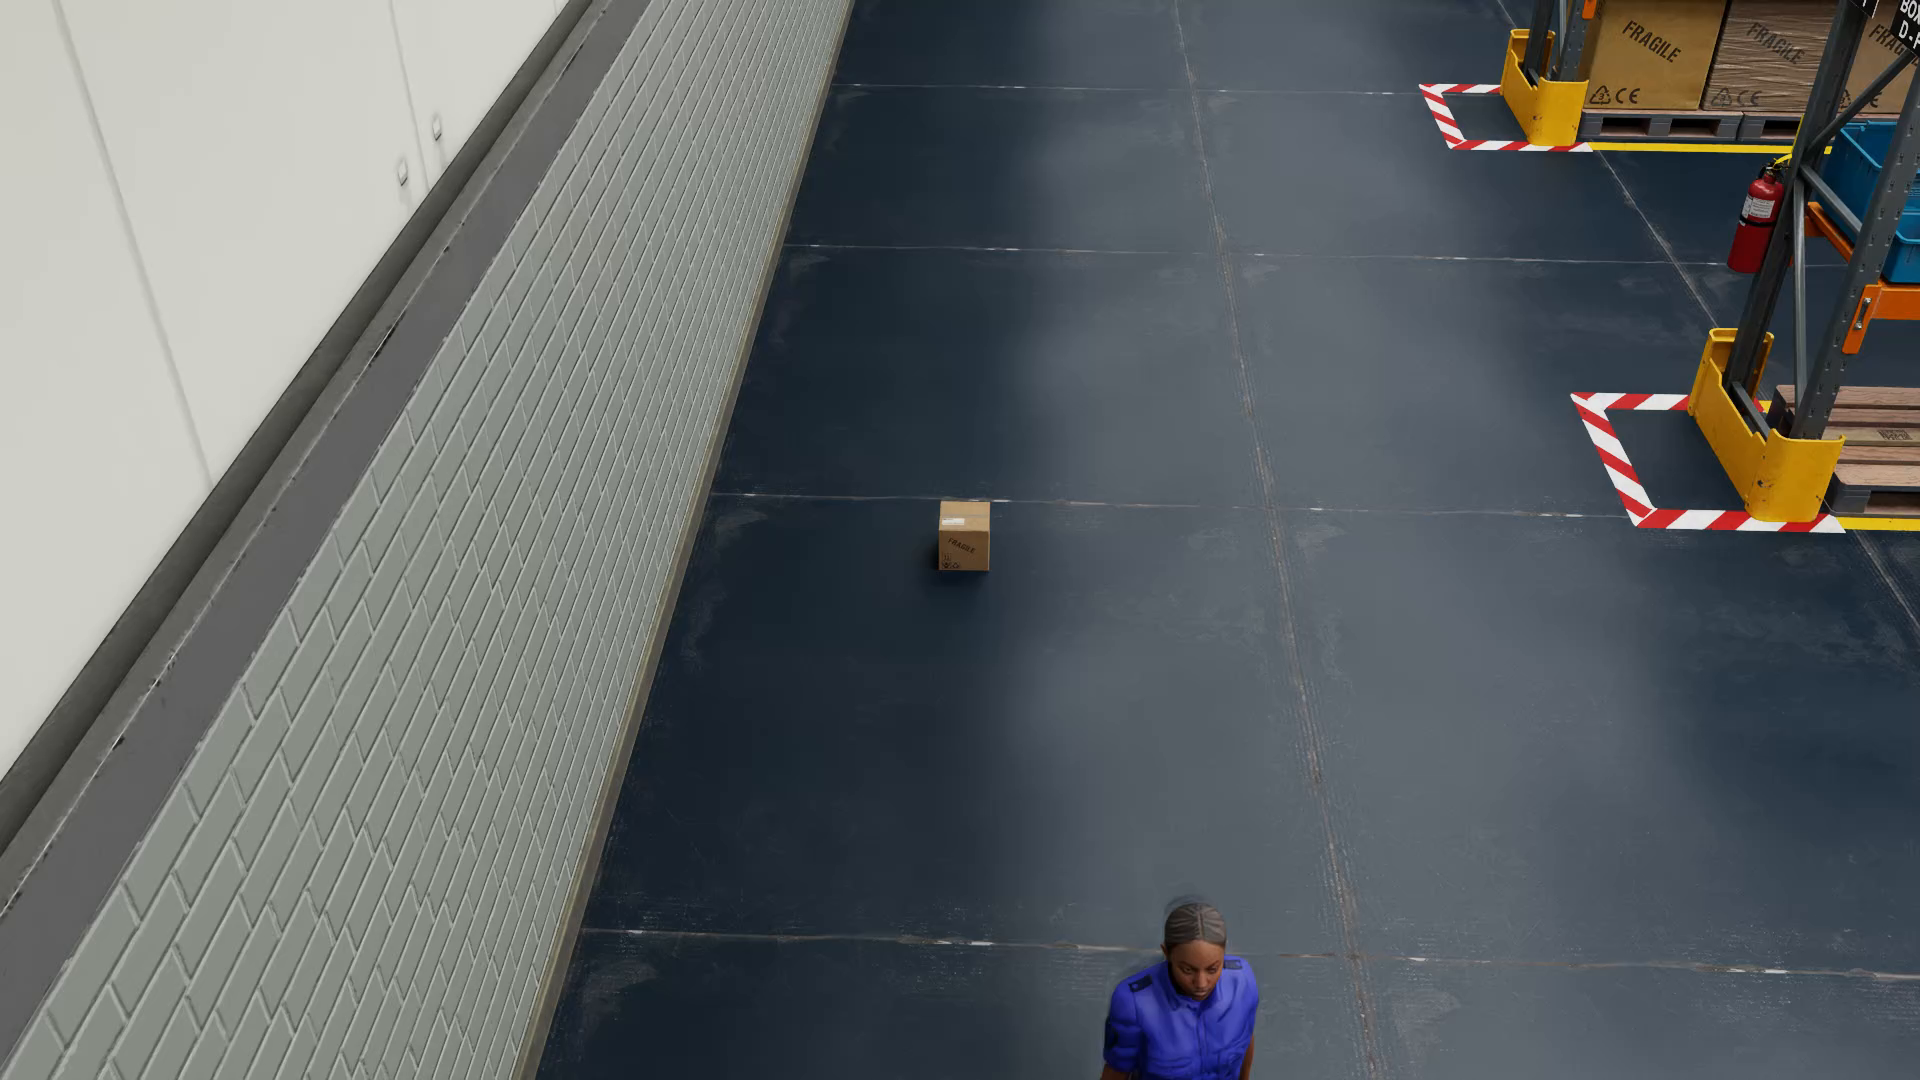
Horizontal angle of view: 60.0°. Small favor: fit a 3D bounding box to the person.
[{"bbox_3d":[0.637,1.698,4.766,0.492,1.695,0.488,-6,36,-8],"label":"person"}]
